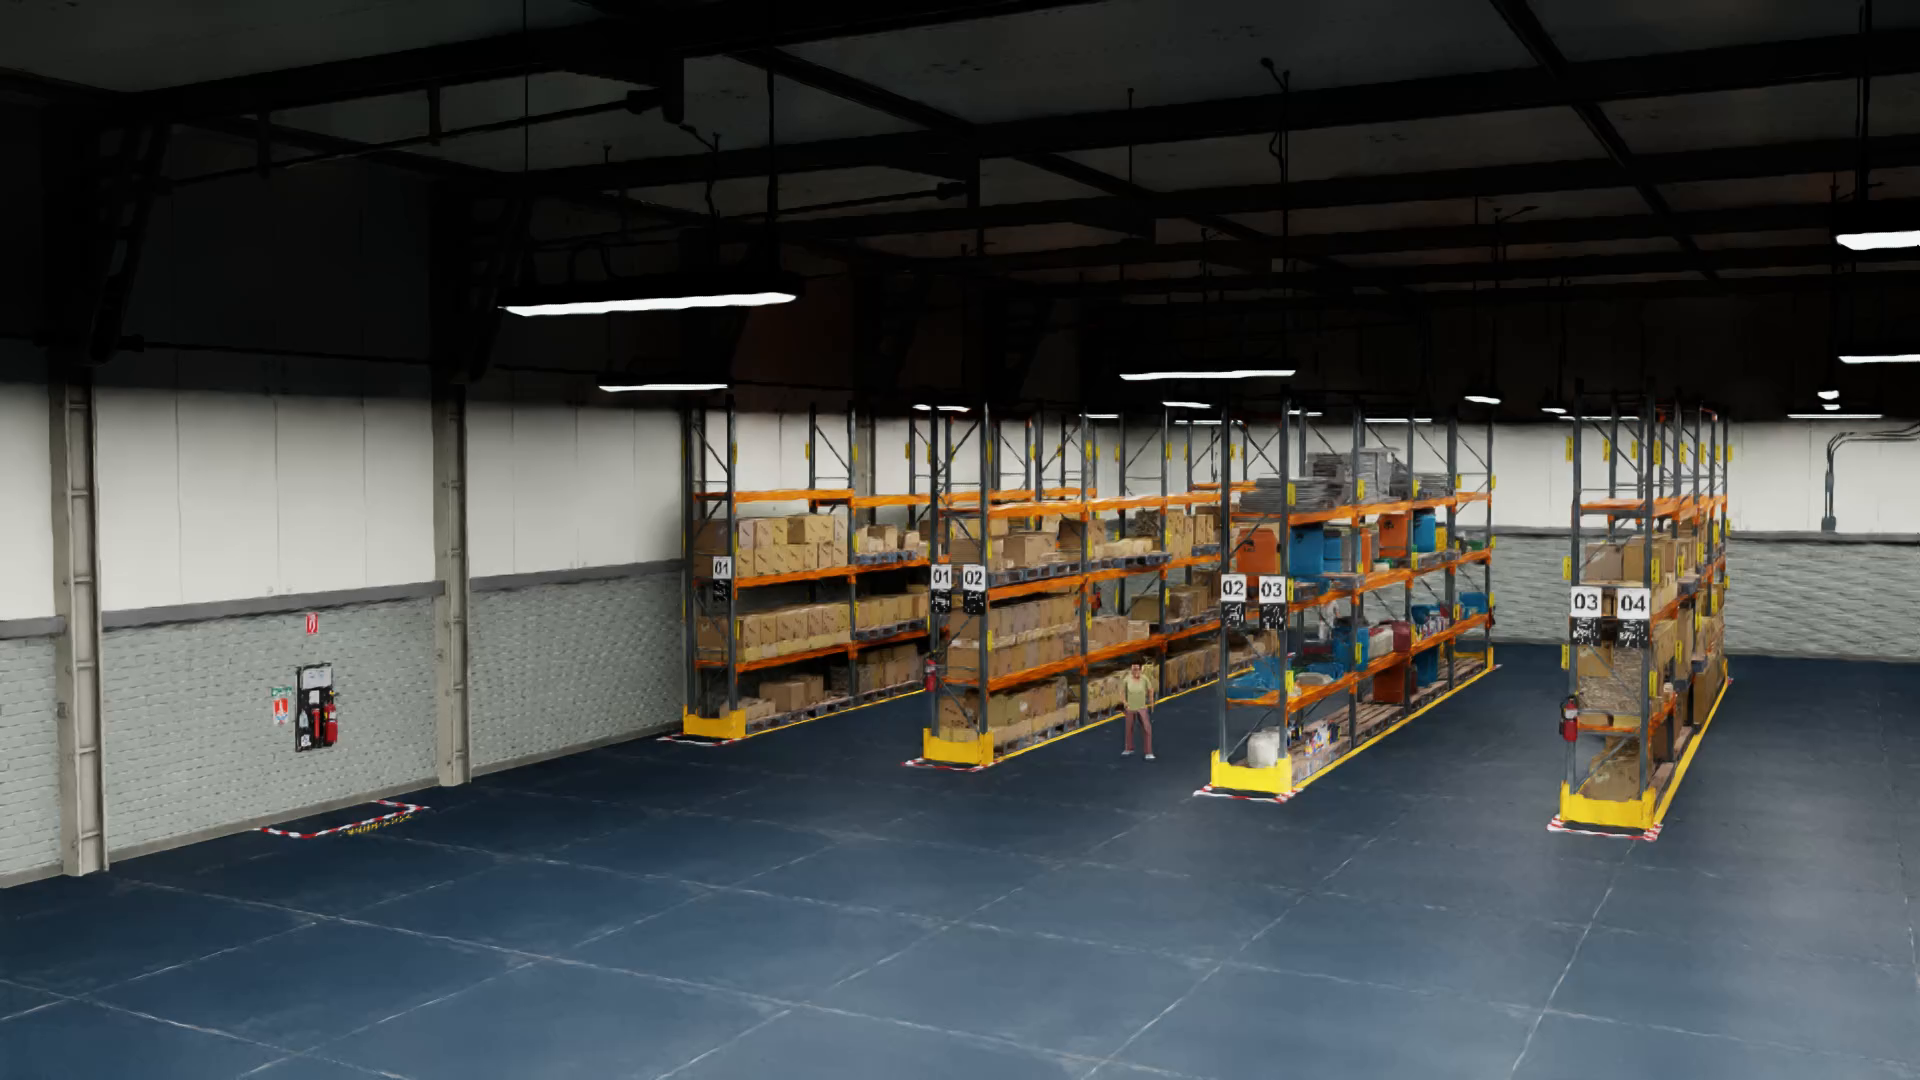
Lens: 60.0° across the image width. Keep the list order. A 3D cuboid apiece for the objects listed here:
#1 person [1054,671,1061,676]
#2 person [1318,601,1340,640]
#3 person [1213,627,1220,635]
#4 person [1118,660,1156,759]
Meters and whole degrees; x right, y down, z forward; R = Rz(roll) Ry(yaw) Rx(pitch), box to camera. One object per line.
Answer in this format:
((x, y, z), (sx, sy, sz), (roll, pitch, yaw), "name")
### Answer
((1.883, 2.451, 33.952), (0.566, 1.541, 0.519), (1, 3, 25), "person")
((8.809, 2.043, 39.749), (0.567, 1.736, 1.044), (2, 3, 27), "person")
((7.183, 1.798, 45.042), (0.628, 1.651, 0.442), (-2, 4, -35), "person")
((2.905, 2.757, 27.214), (0.625, 1.607, 0.802), (0, 3, 9), "person")
